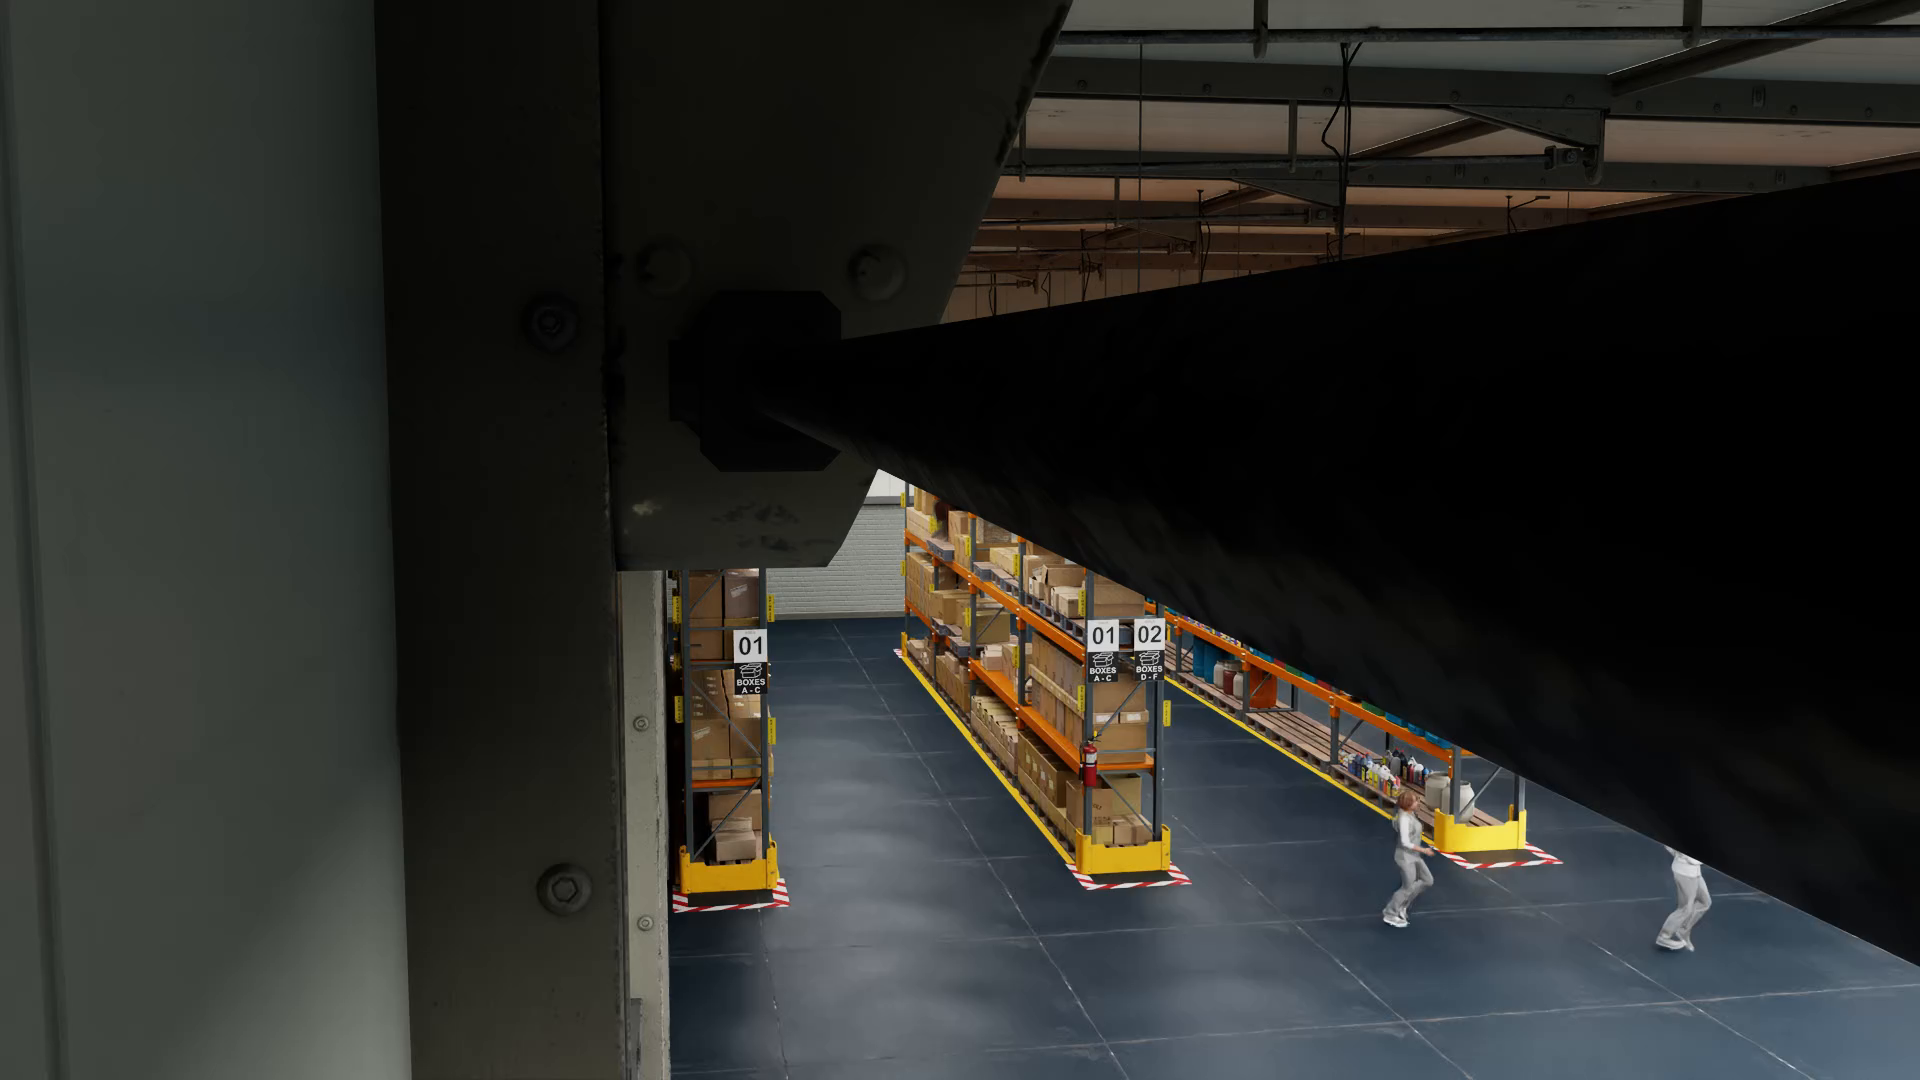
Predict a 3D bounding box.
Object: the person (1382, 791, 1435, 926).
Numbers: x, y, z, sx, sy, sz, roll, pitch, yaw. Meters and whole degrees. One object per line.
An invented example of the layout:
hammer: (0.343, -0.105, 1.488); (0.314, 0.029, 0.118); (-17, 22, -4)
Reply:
person: (5.093, 3.603, 18.830); (0.565, 1.557, 0.553); (2, 6, 20)

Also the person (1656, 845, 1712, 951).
person: (7.900, 3.634, 17.988); (0.638, 1.711, 0.594); (2, 6, 18)
